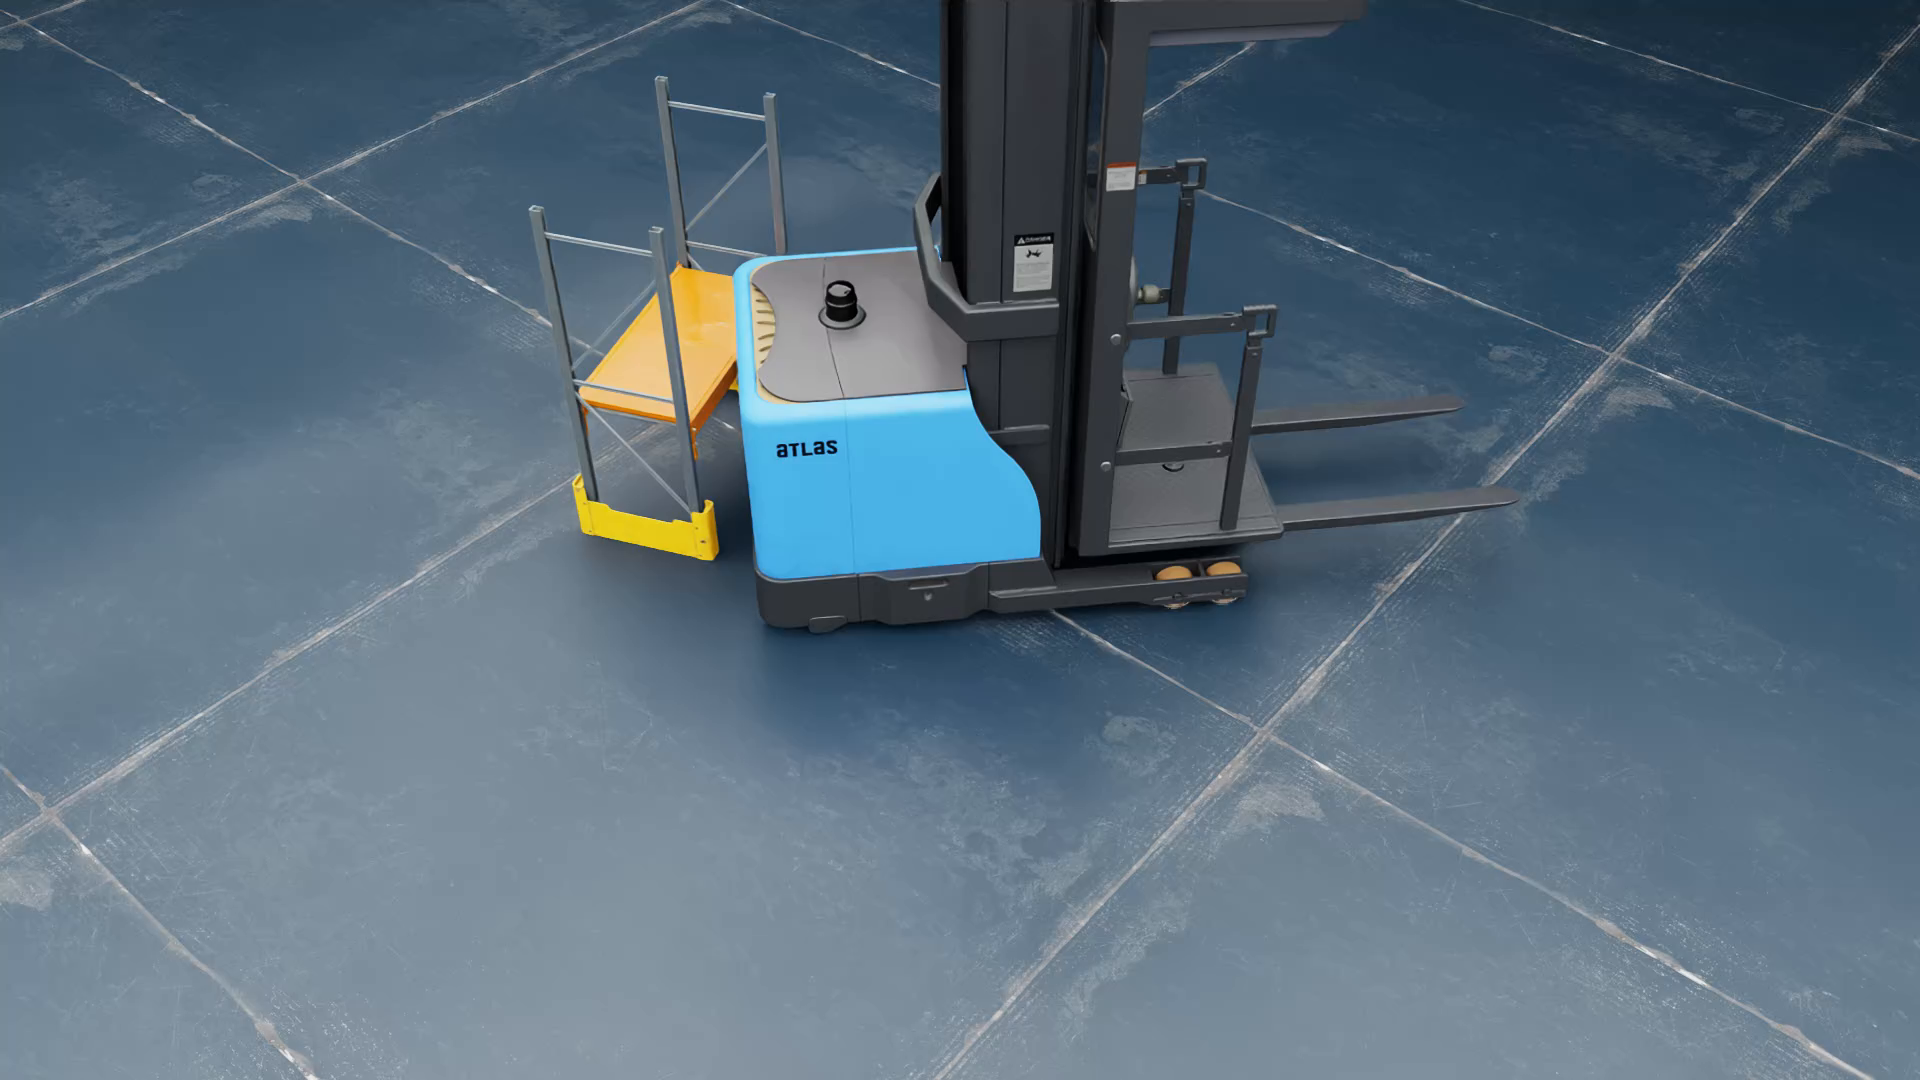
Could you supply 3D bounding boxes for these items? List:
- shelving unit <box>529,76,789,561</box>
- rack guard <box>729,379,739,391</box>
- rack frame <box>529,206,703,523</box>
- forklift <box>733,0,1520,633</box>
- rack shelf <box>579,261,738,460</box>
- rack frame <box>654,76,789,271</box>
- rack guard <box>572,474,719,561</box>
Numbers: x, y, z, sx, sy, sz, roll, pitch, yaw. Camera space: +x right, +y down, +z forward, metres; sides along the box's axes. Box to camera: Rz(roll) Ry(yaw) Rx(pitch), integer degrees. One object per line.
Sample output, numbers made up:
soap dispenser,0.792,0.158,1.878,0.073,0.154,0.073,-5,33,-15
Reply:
shelving unit,-1.108,-0.873,6.596,0.587,1.500,1.083,12,44,13
rack guard,-0.958,-0.730,7.367,0.587,0.250,0.087,12,44,13
rack frame,-1.258,-0.553,6.243,0.500,1.500,0.032,12,44,13
forklift,0.681,-1.171,5.860,3.031,2.935,1.130,-5,43,-6
rack shelf,-1.105,-0.746,6.723,0.538,0.185,1.000,12,44,13
rack frame,-0.952,-1.205,6.961,0.500,1.500,0.032,12,44,13
rack guard,-1.258,-0.091,6.665,0.587,0.250,0.087,12,44,13
